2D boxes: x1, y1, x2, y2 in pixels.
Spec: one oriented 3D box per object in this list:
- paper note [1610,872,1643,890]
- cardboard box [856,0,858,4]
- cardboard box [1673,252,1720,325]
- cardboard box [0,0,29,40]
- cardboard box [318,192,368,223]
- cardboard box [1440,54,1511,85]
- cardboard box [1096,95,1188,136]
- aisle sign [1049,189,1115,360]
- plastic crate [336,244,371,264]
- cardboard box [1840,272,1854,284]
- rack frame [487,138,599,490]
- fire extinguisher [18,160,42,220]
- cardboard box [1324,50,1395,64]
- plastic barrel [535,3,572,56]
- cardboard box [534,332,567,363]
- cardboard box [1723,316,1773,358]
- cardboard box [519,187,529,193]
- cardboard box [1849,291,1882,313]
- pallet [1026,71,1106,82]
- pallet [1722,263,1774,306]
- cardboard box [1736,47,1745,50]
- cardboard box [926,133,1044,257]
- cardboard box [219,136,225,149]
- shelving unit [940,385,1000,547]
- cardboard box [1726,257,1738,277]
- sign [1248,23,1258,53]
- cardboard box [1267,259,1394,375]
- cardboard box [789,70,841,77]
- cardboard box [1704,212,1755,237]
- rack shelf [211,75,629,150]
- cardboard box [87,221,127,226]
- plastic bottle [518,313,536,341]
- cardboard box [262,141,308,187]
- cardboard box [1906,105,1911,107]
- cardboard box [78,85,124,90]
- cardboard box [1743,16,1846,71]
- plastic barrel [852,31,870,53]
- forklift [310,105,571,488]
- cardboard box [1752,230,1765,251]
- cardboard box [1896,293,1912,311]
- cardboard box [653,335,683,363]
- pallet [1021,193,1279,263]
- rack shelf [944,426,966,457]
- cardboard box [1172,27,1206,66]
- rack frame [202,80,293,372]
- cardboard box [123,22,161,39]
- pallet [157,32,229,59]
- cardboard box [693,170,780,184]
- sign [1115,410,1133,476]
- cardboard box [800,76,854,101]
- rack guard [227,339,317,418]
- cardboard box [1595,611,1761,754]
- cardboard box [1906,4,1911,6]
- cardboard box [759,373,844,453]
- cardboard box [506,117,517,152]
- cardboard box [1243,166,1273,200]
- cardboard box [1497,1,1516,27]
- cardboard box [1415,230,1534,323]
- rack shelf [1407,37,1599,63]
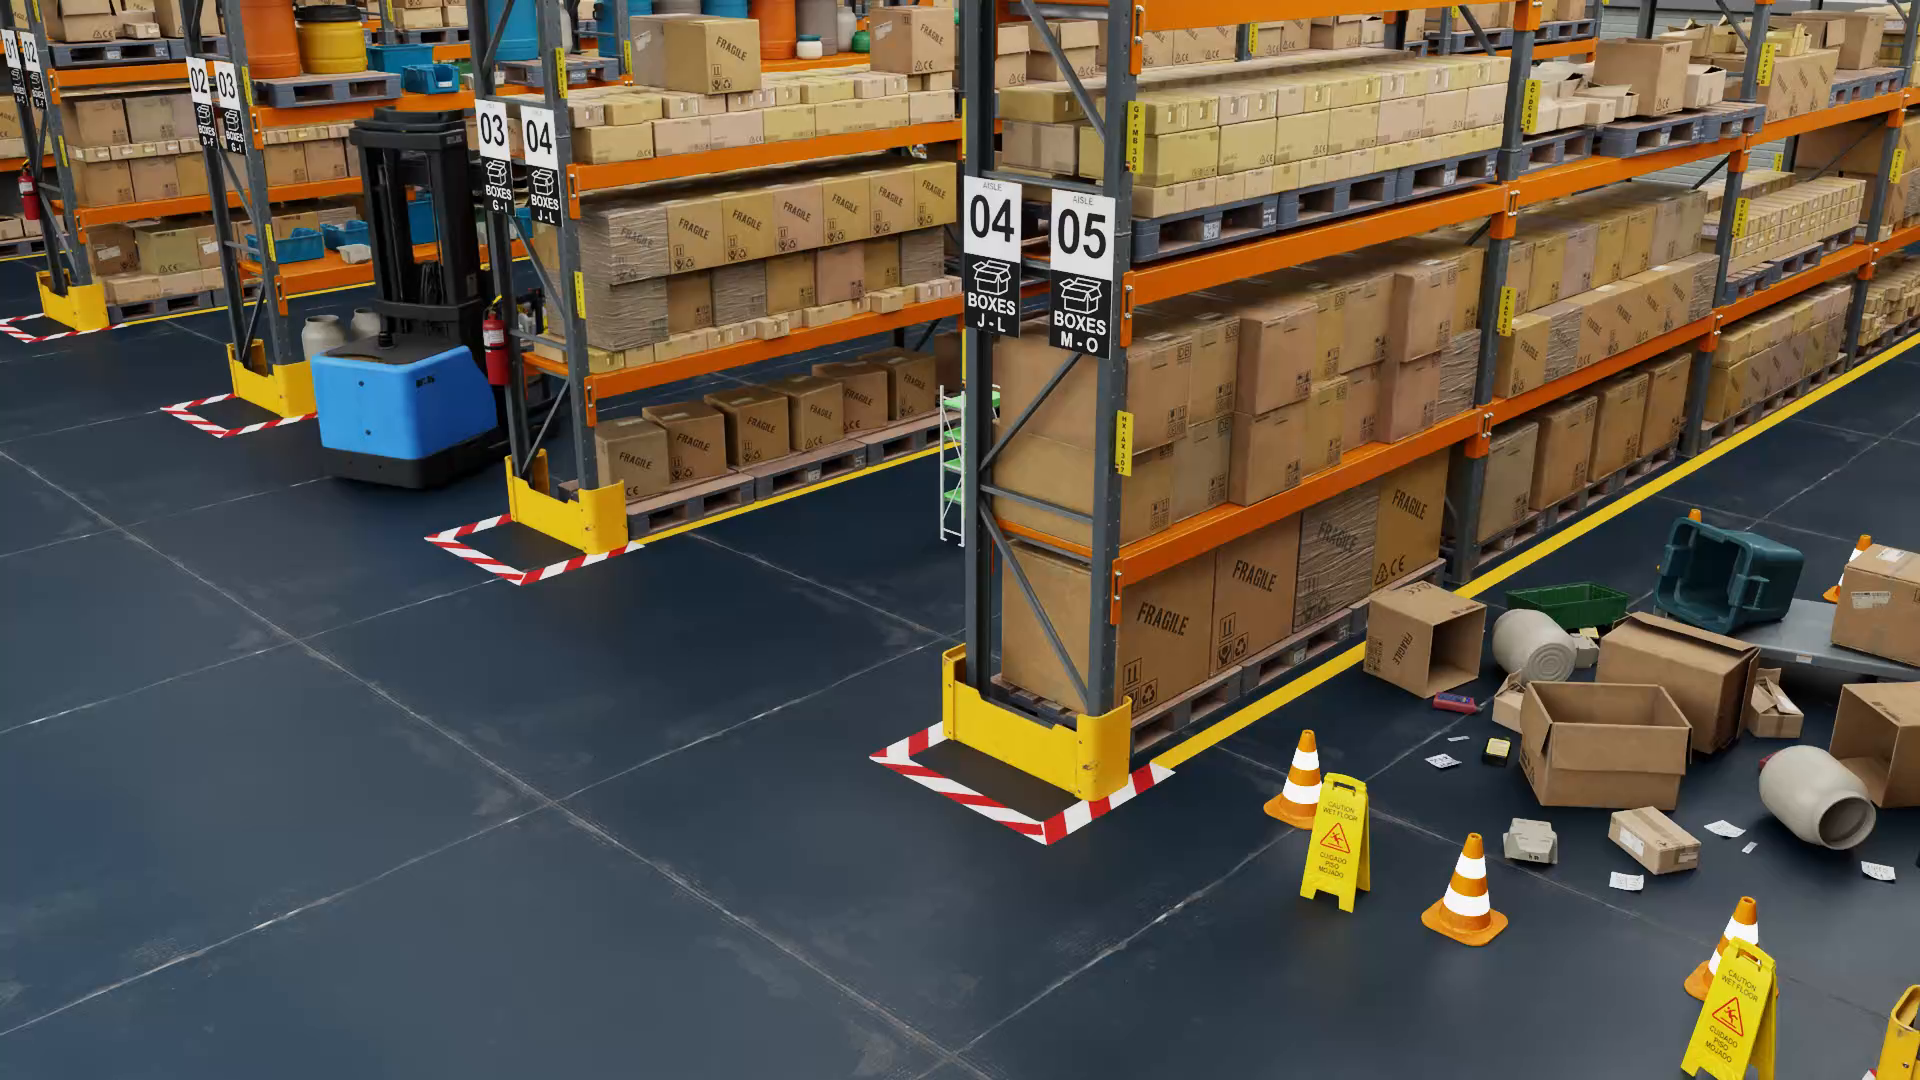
[{"bbox_3d":[3.279,1.675,8.175,0.148,0.019,0.142,9,23,23],"label":"paper note"},{"bbox_3d":[-1.630,-8.537,26.633,0.500,0.250,0.500,19,28,41],"label":"cardboard box"},{"bbox_3d":[5.888,-2.103,13.726,0.500,0.500,0.500,19,28,41],"label":"cardboard box"},{"bbox_3d":[-12.529,-6.913,22.030,0.500,0.500,0.500,-19,28,-40],"label":"cardboard box"},{"bbox_3d":[-7.907,-4.181,21.472,0.500,0.500,0.500,19,28,41],"label":"cardboard box"},{"bbox_3d":[3.192,-2.935,10.363,0.380,0.149,0.250,19,28,40],"label":"cardboard box"},{"bbox_3d":[0.890,-2.087,8.156,0.380,0.149,0.250,20,28,41],"label":"cardboard box"},{"bbox_3d":[0.594,-1.303,8.160,0.394,0.787,0.004,19,28,41],"label":"aisle sign"},{"bbox_3d":[-5.748,-2.716,15.828,0.298,0.136,0.250,19,28,41],"label":"plastic crate"},{"bbox_3d":[9.719,-2.921,18.552,0.380,0.149,0.250,18,27,39],"label":"cardboard box"},{"bbox_3d":[-3.054,-1.450,12.167,1.000,3.000,0.127,19,28,41],"label":"rack frame"},{"bbox_3d":[-10.565,-3.980,18.857,0.296,0.674,0.183,19,28,41],"label":"fire extinguisher"},{"bbox_3d":[2.544,-3.034,10.622,0.380,0.149,0.250,19,28,40],"label":"cardboard box"},{"bbox_3d":[-4.254,-5.305,17.274,0.421,0.512,0.421,0,21,0],"label":"plastic barrel"},{"bbox_3d":[-3.003,-1.458,12.537,0.380,0.149,0.250,19,28,41],"label":"cardboard box"},{"bbox_3d":[7.018,-1.866,15.101,0.500,0.250,0.500,19,28,40],"label":"cardboard box"},{"bbox_3d":[-5.862,-4.833,23.432,0.500,0.311,0.500,18,28,39],"label":"cardboard box"},{"bbox_3d":[9.423,-2.503,17.465,0.250,0.149,0.380,-18,28,-39],"label":"cardboard box"},{"bbox_3d":[0.964,-4.190,15.377,1.213,0.211,1.003,19,28,41],"label":"pallet"},{"bbox_3d":[6.430,-2.360,14.800,1.213,0.211,1.003,19,28,41],"label":"pallet"},{"bbox_3d":[6.917,-4.156,14.886,0.500,0.500,0.500,19,28,41],"label":"cardboard box"},{"bbox_3d":[0.391,-3.124,15.099,1.000,1.000,1.000,19,28,41],"label":"cardboard box"},{"bbox_3d":[-8.824,-4.659,19.471,0.380,0.149,0.250,19,28,40],"label":"cardboard box"},{"bbox_3d":[0.115,-0.603,12.470,0.258,1.200,0.503,19,28,41],"label":"shelving unit"},{"bbox_3d":[6.466,-2.383,14.357,0.380,0.149,0.250,19,28,40],"label":"cardboard box"},{"bbox_3d":[2.914,-5.012,16.532,0.100,0.325,0.005,19,28,41],"label":"sign"},{"bbox_3d":[2.162,-1.424,10.385,0.875,0.550,0.550,19,28,41],"label":"cardboard box"},{"bbox_3d":[-1.193,-3.764,13.660,0.250,0.149,0.380,-19,28,-40],"label":"cardboard box"},{"bbox_3d":[6.656,-2.736,14.447,0.380,0.149,0.250,18,28,39],"label":"cardboard box"},{"bbox_3d":[-5.208,-4.268,16.321,1.077,0.370,4.000,19,28,41],"label":"rack shelf"},{"bbox_3d":[-12.209,-4.686,23.456,0.700,0.500,0.500,17,27,37],"label":"cardboard box"},{"bbox_3d":[-4.531,-2.241,17.408,0.135,0.276,0.152,-20,28,-41],"label":"plastic bottle"},{"bbox_3d":[-8.380,-4.625,20.286,0.500,0.500,0.700,-20,28,-41],"label":"cardboard box"},{"bbox_3d":[10.008,-4.508,18.174,0.500,0.500,0.500,18,28,39],"label":"cardboard box"},{"bbox_3d":[-12.104,-6.160,23.556,0.500,0.500,0.500,-19,28,-41],"label":"cardboard box"},{"bbox_3d":[7.628,-4.548,15.315,0.797,0.503,0.637,19,28,40],"label":"cardboard box"},{"bbox_3d":[-1.158,-5.998,20.034,0.294,0.245,0.294,0,21,0],"label":"plastic barrel"},{"bbox_3d":[-4.253,-2.281,14.424,1.130,2.935,3.031,9,23,21],"label":"forklift"},{"bbox_3d":[6.862,-2.671,14.692,0.380,0.149,0.250,18,28,39],"label":"cardboard box"},{"bbox_3d":[10.159,-2.626,18.201,0.380,0.149,0.250,19,28,40],"label":"cardboard box"},{"bbox_3d":[-2.311,-1.467,12.560,0.380,0.149,0.250,19,28,41],"label":"cardboard box"},{"bbox_3d":[0.939,-1.735,8.850,1.003,0.211,1.213,19,28,41],"label":"pallet"},{"bbox_3d":[0.115,-0.767,12.407,0.258,0.148,0.480,19,28,41],"label":"rack shelf"},{"bbox_3d":[2.023,-4.867,16.039,0.500,0.500,0.500,19,28,41],"label":"cardboard box"},{"bbox_3d":[-6.603,-2.690,15.392,1.000,3.000,0.127,19,28,41],"label":"rack frame"},{"bbox_3d":[-9.202,-5.733,18.699,0.380,0.149,0.250,19,28,41],"label":"cardboard box"},{"bbox_3d":[-8.787,-5.780,19.374,1.003,0.211,1.213,19,28,41],"label":"pallet"},{"bbox_3d":[-1.798,-2.690,13.445,0.500,0.500,0.500,19,28,41],"label":"cardboard box"},{"bbox_3d":[0.822,-0.484,8.335,0.100,0.325,0.005,19,28,41],"label":"sign"},{"bbox_3d":[-1.056,-3.582,13.184,0.250,0.149,0.380,-19,28,-40],"label":"cardboard box"},{"bbox_3d":[-6.584,-1.554,15.922,1.175,0.500,0.348,19,28,41],"label":"rack guard"},{"bbox_3d":[4.104,0.804,9.592,0.797,0.637,0.503,19,28,41],"label":"cardboard box"},{"bbox_3d":[10.495,-5.752,18.133,0.250,0.149,0.380,-19,28,-41],"label":"cardboard box"},{"bbox_3d":[-1.343,-1.087,14.119,0.500,0.500,0.500,16,26,36],"label":"cardboard box"},{"bbox_3d":[-6.095,-5.463,22.468,0.500,0.500,0.500,19,28,41],"label":"cardboard box"},{"bbox_3d":[1.427,-1.912,8.812,0.380,0.149,0.250,20,28,41],"label":"cardboard box"},{"bbox_3d":[6.664,-6.677,20.719,0.500,0.500,0.700,-19,28,-40],"label":"cardboard box"},{"bbox_3d":[3.561,-1.854,11.683,0.700,0.500,0.500,19,28,40],"label":"cardboard box"},{"bbox_3d":[6.712,-6.113,21.121,1.077,0.370,4.000,19,28,41],"label":"rack shelf"}]
